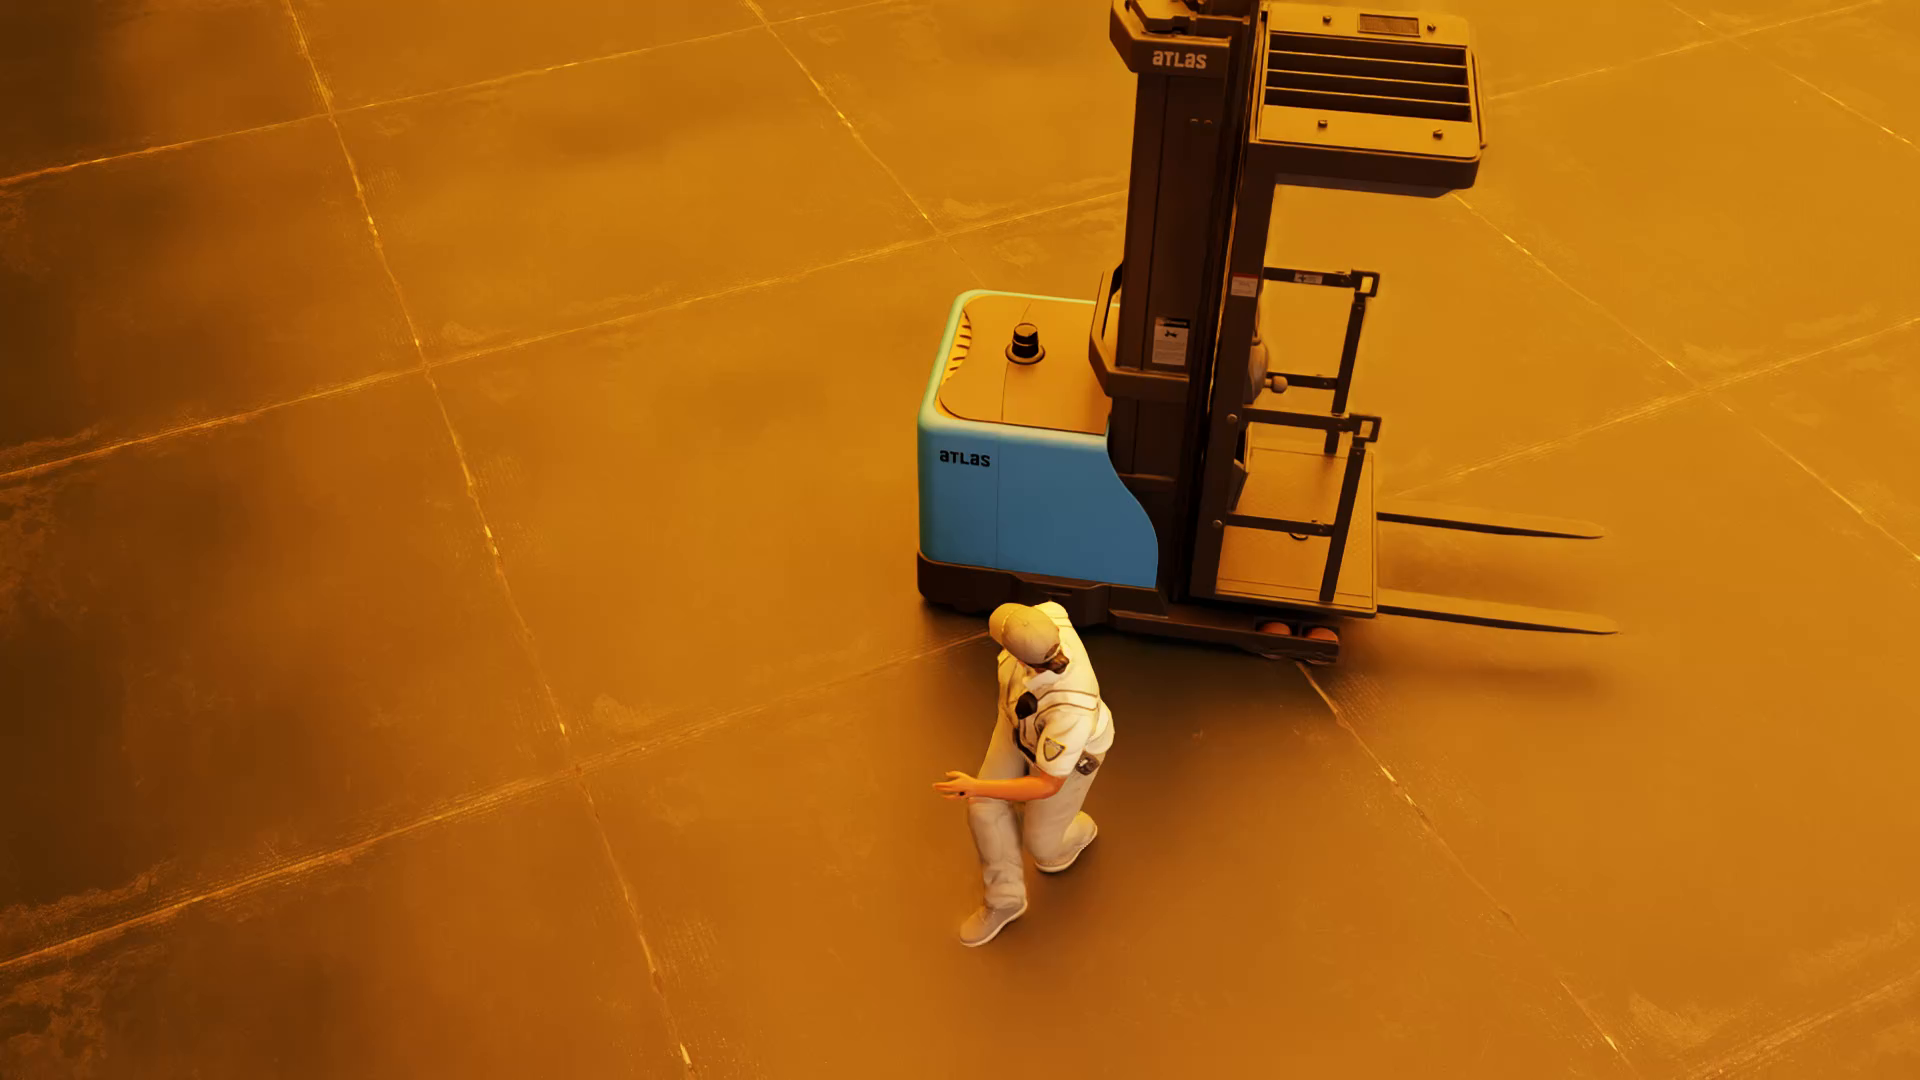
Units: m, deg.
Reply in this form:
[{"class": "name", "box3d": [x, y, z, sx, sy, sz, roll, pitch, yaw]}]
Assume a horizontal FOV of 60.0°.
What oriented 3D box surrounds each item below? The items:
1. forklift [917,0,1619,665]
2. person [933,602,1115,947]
[{"class": "forklift", "box3d": [1.375, -0.923, 6.669, 3.031, 2.935, 1.130, 7, 43, 7]}, {"class": "person", "box3d": [0.179, 0.734, 5.944, 0.763, 1.537, 0.726, -27, 49, -26]}]
